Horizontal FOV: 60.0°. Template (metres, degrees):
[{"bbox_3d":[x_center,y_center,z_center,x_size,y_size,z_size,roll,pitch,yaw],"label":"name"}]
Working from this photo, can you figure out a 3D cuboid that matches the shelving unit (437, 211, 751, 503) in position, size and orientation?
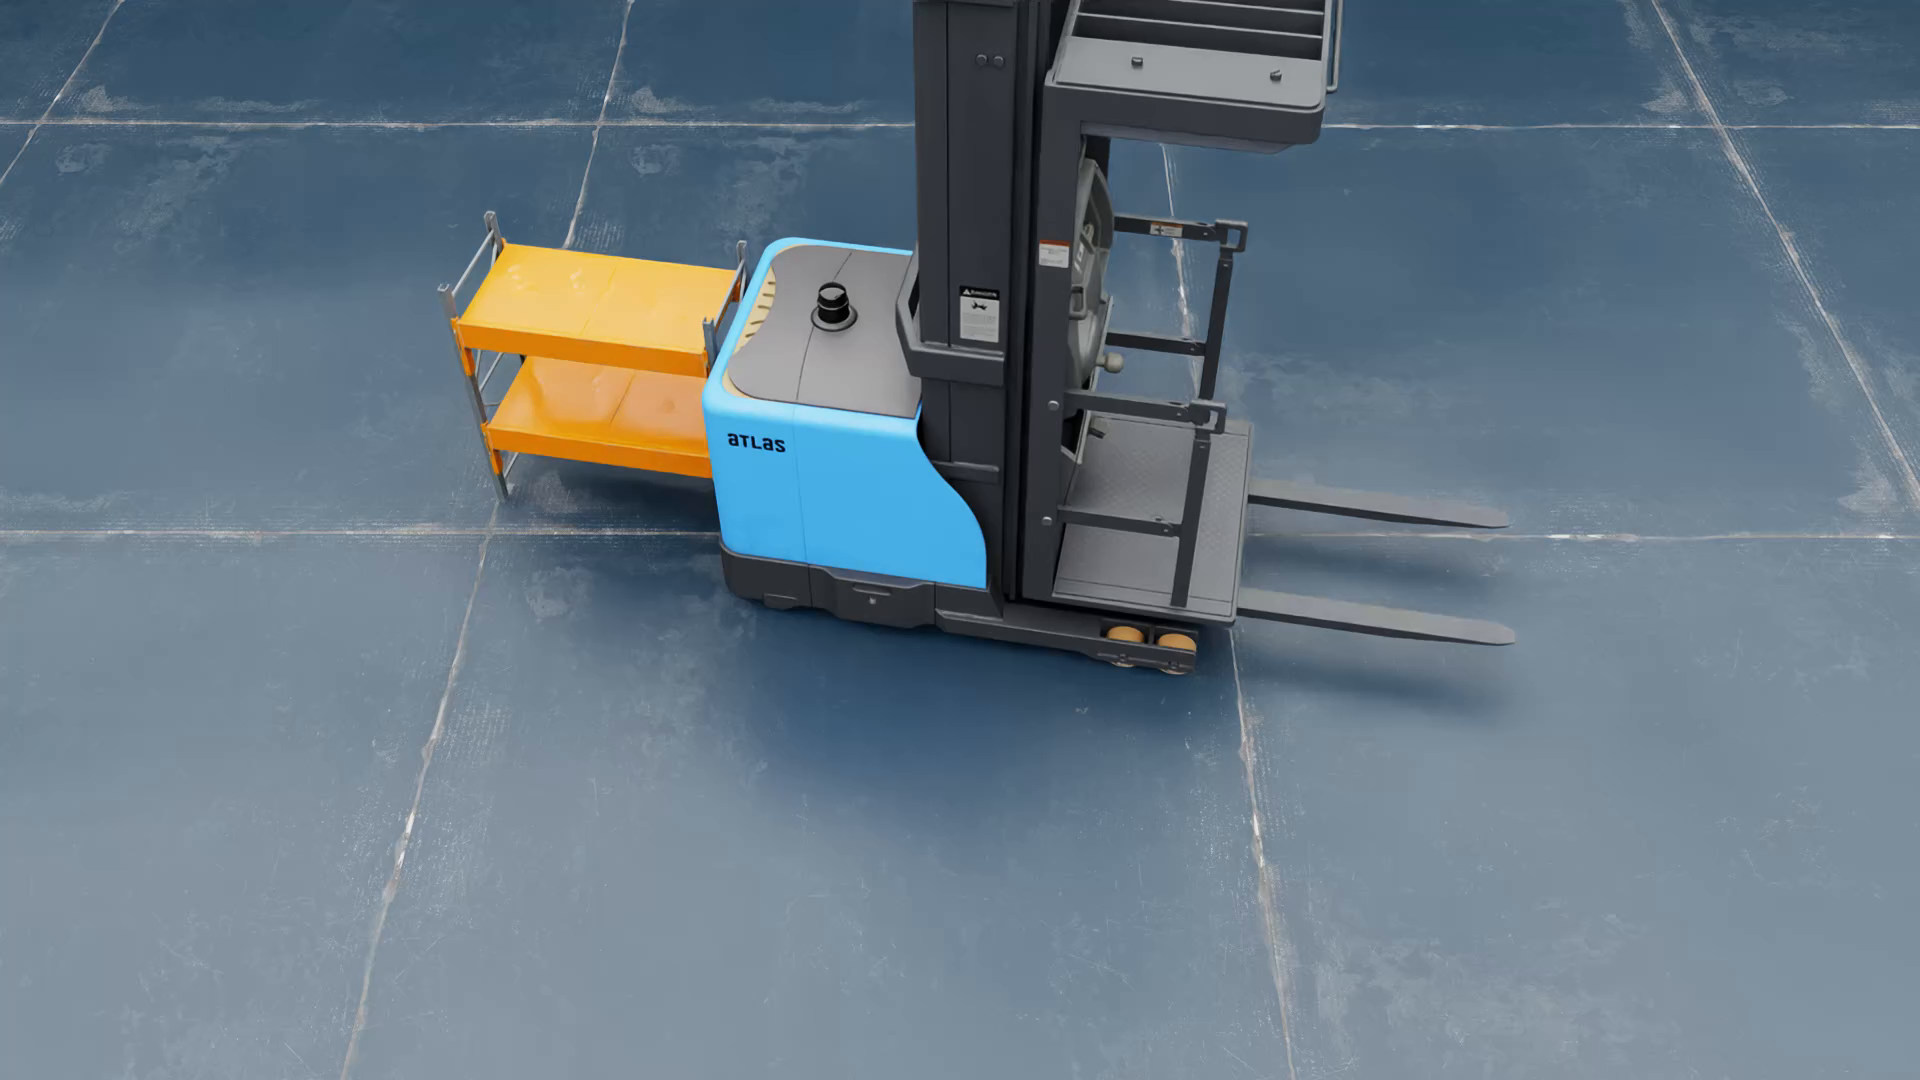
[{"bbox_3d":[-1.375,-0.651,6.668,1.048,1.125,0.538,8,48,7],"label":"shelving unit"}]

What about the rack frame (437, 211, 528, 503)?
[{"bbox_3d":[-1.875,-0.720,6.732,0.032,1.125,0.500,8,48,7],"label":"rack frame"}]

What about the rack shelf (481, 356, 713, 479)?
[{"bbox_3d":[-1.375,-0.484,6.847,1.000,0.278,0.538,8,48,7],"label":"rack shelf"}]

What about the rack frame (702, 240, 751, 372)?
[{"bbox_3d":[-0.876,-0.582,6.604,0.032,1.125,0.500,8,48,7],"label":"rack frame"}]

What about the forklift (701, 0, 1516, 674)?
[{"bbox_3d":[0.636,-0.911,5.676,3.031,2.935,1.130,8,48,7],"label":"forklift"}]

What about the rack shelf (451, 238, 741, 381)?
[{"bbox_3d":[-1.375,-0.850,6.454,1.000,0.278,0.538,8,48,7],"label":"rack shelf"}]
